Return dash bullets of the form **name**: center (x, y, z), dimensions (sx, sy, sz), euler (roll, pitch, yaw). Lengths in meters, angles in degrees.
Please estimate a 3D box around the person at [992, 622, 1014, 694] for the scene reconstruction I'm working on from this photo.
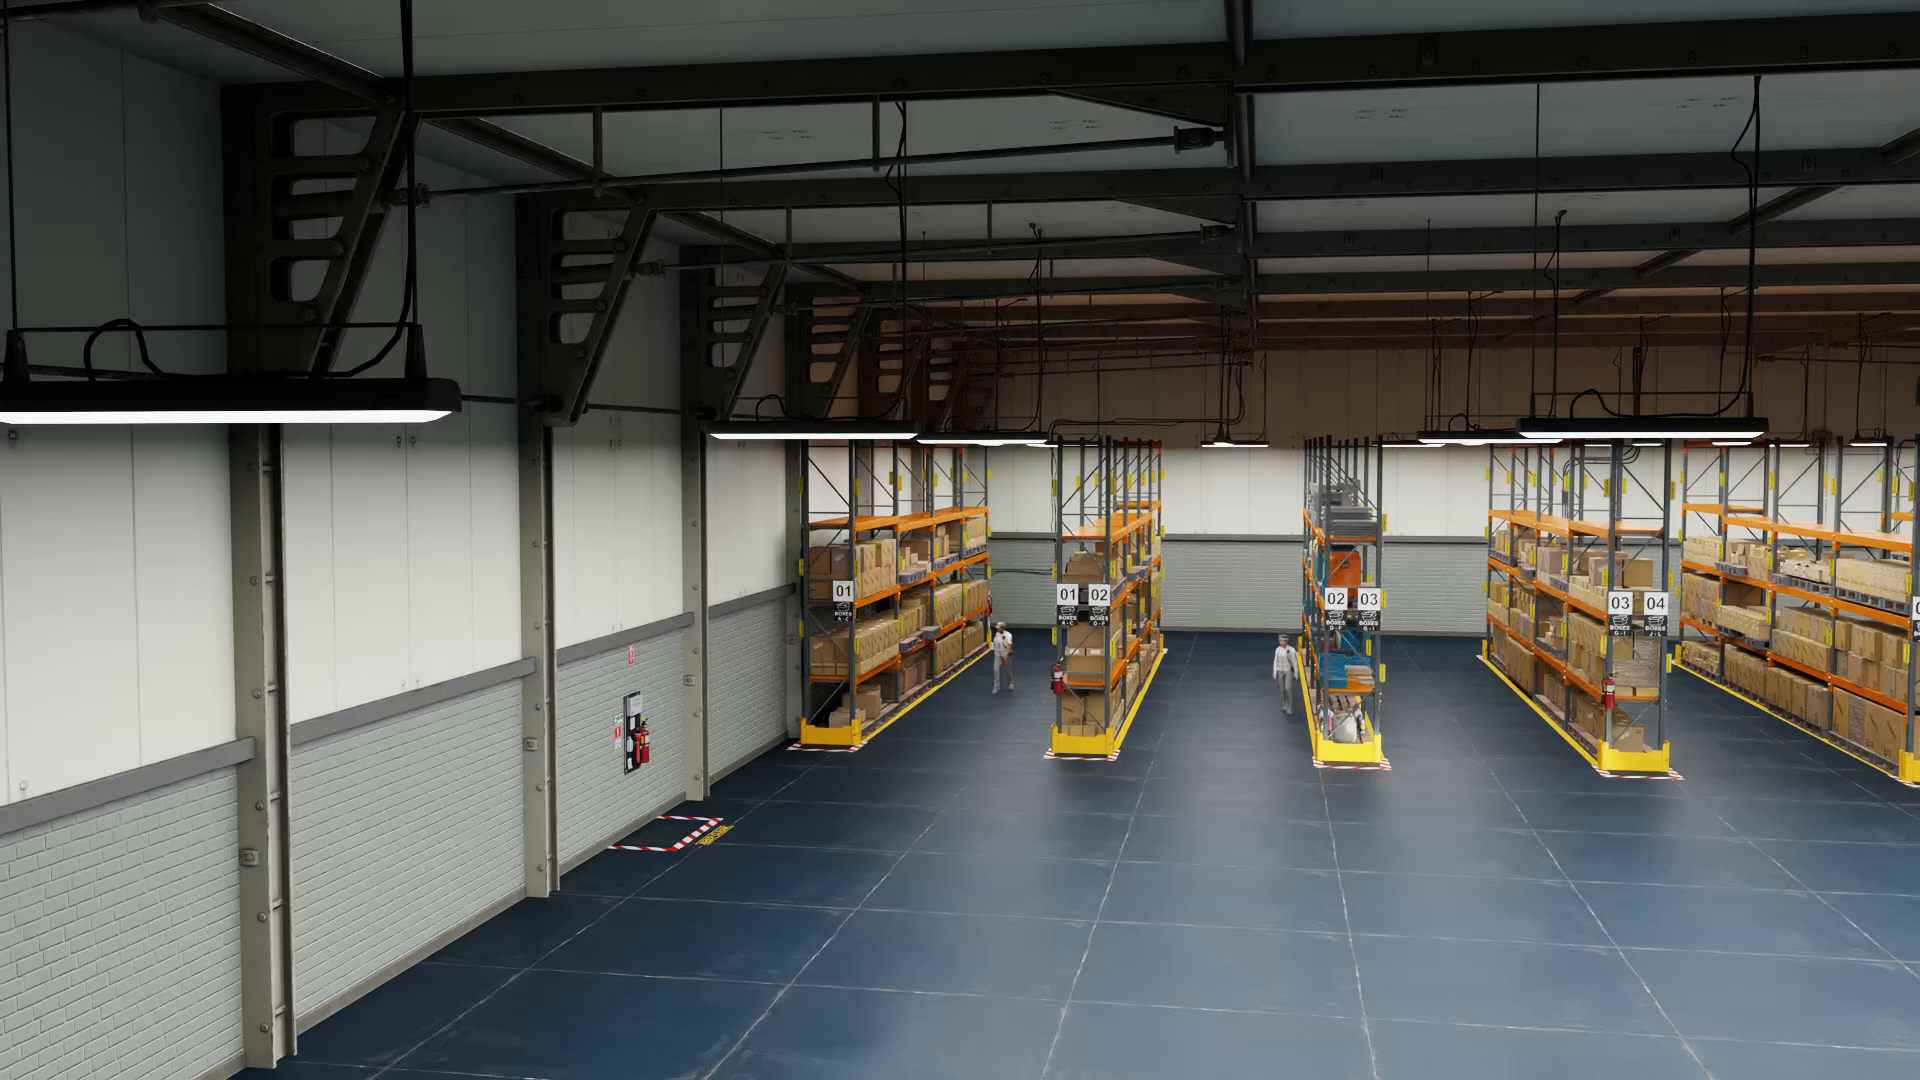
- **person**: center (1.007, 2.771, 39.446), dimensions (0.508, 1.664, 0.818), euler (2, 4, 29)

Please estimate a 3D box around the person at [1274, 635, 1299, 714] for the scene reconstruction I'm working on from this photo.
- **person**: center (7.107, 2.920, 36.430), dimensions (0.590, 1.671, 0.622), euler (2, 4, 38)

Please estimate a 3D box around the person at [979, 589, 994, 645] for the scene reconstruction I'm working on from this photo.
- **person**: center (0.774, 2.236, 49.131), dimensions (0.638, 1.679, 0.480), euler (1, 3, 26)
